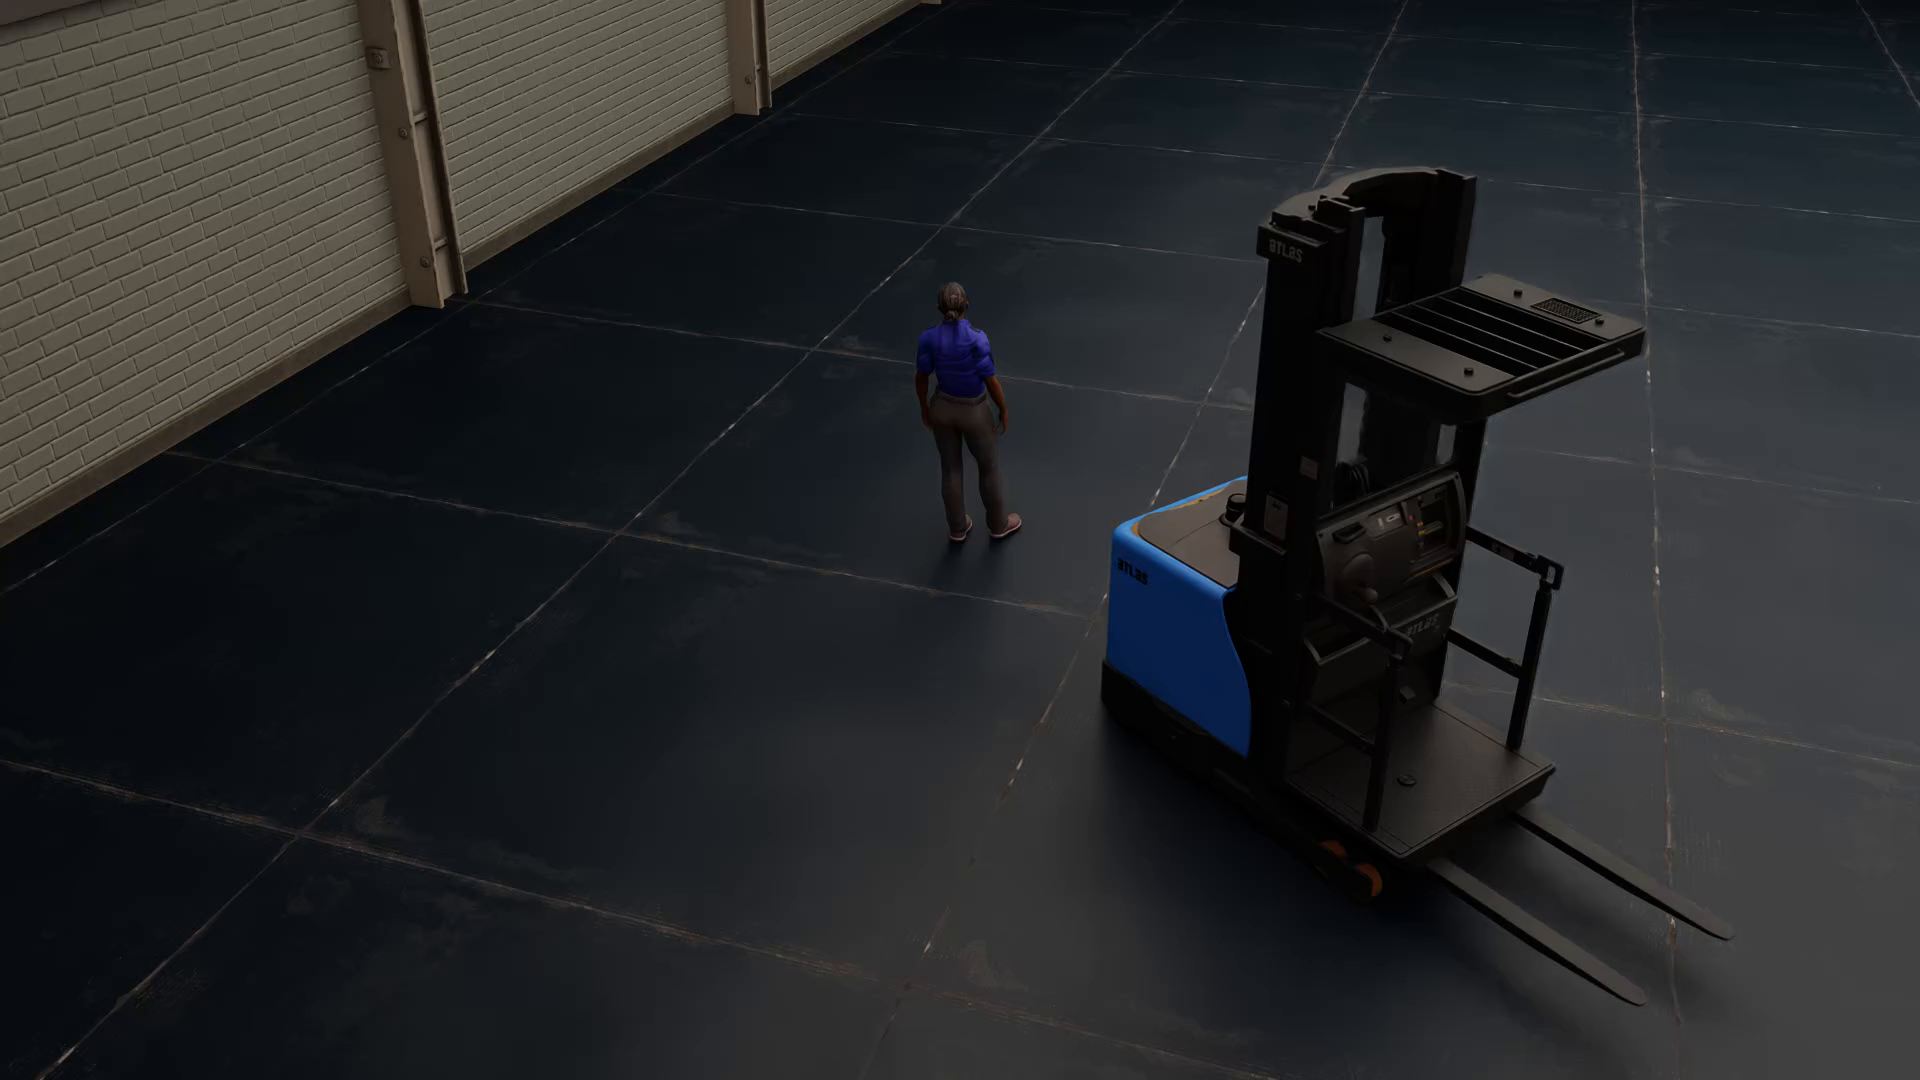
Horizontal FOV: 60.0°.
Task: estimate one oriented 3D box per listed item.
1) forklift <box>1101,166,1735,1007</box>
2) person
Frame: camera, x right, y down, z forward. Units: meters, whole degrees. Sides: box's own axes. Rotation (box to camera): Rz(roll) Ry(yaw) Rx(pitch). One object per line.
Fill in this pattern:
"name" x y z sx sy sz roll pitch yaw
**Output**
"forklift" 2.006 0.034 7.077 1.130 2.935 3.031 -20 35 -31
"person" 0.047 -0.763 9.749 0.570 1.654 0.504 10 31 16
